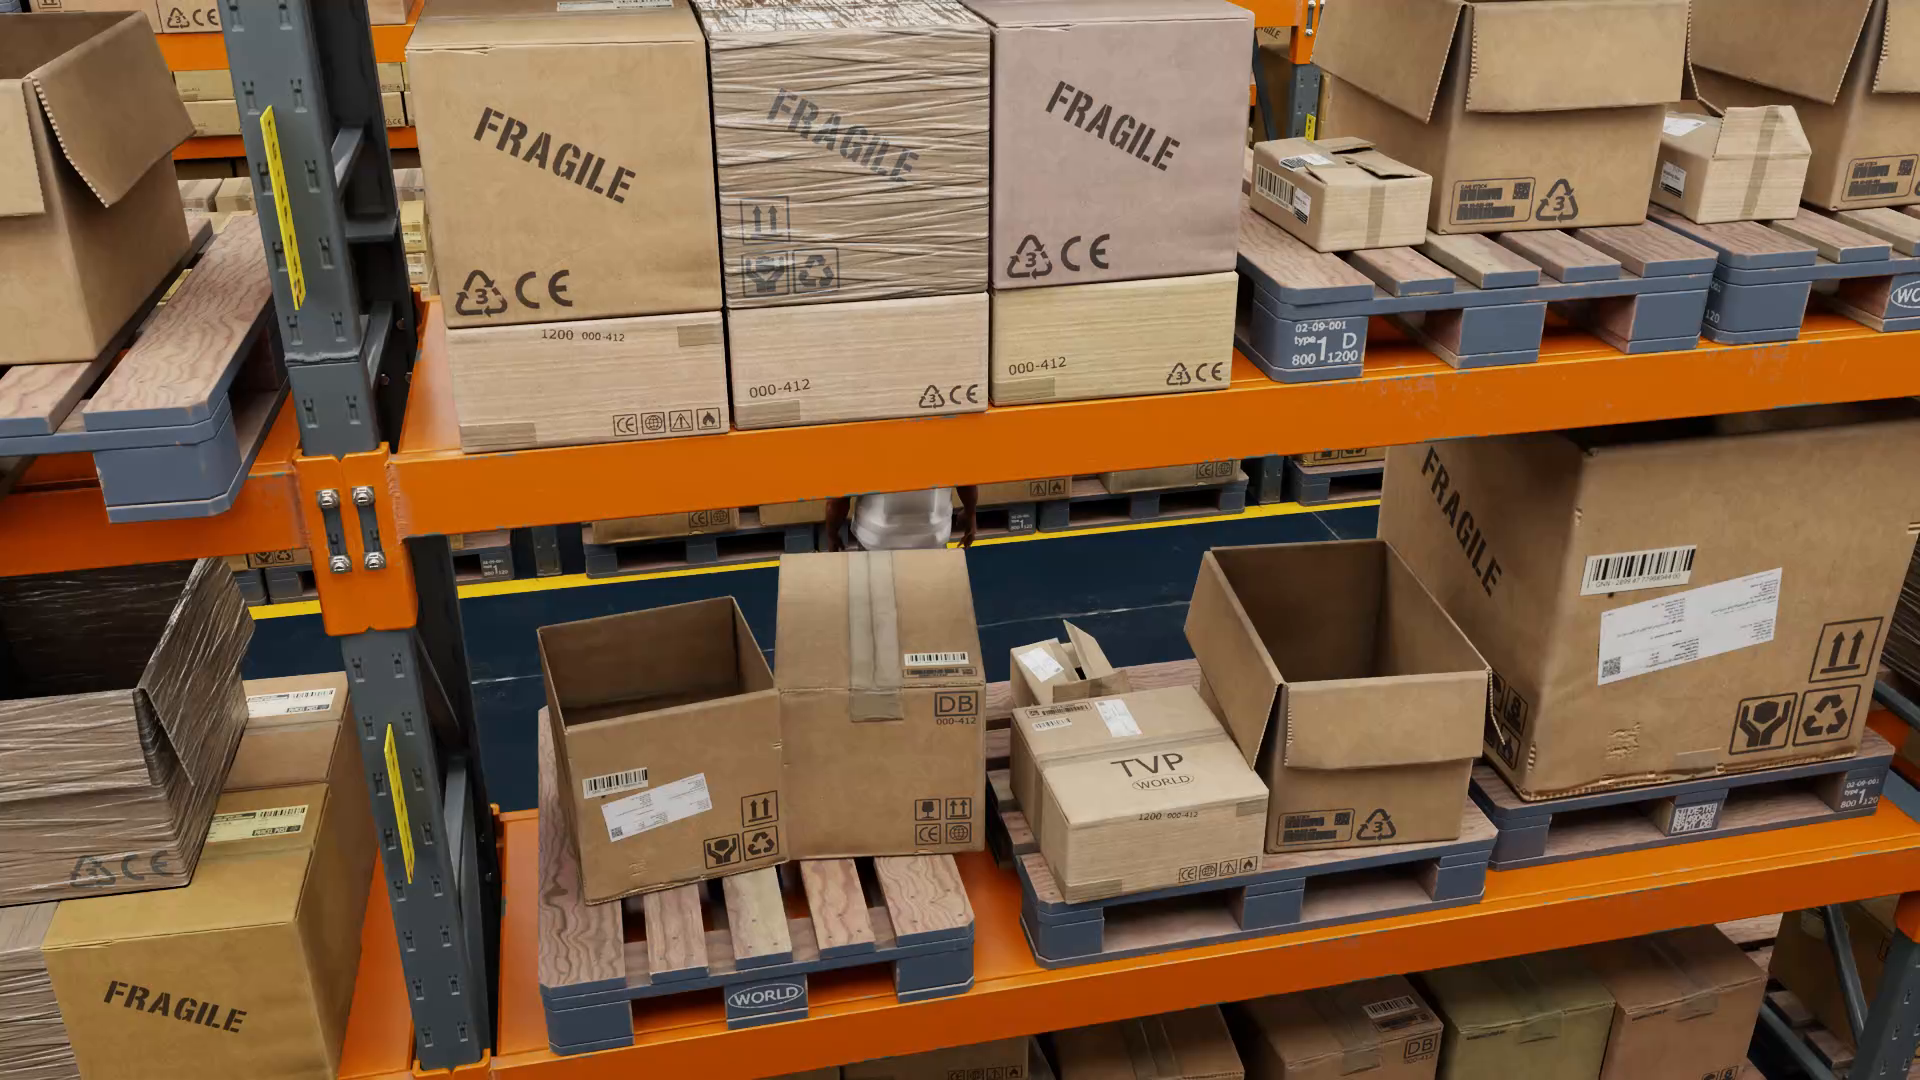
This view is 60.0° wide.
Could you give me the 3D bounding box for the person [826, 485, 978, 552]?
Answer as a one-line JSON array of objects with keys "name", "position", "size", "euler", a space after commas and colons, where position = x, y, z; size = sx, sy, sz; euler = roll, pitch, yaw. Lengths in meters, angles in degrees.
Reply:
[{"name": "person", "position": [-0.262, -0.065, 7.199], "size": [0.665, 1.769, 0.574], "euler": [-6, 27, -12]}]
